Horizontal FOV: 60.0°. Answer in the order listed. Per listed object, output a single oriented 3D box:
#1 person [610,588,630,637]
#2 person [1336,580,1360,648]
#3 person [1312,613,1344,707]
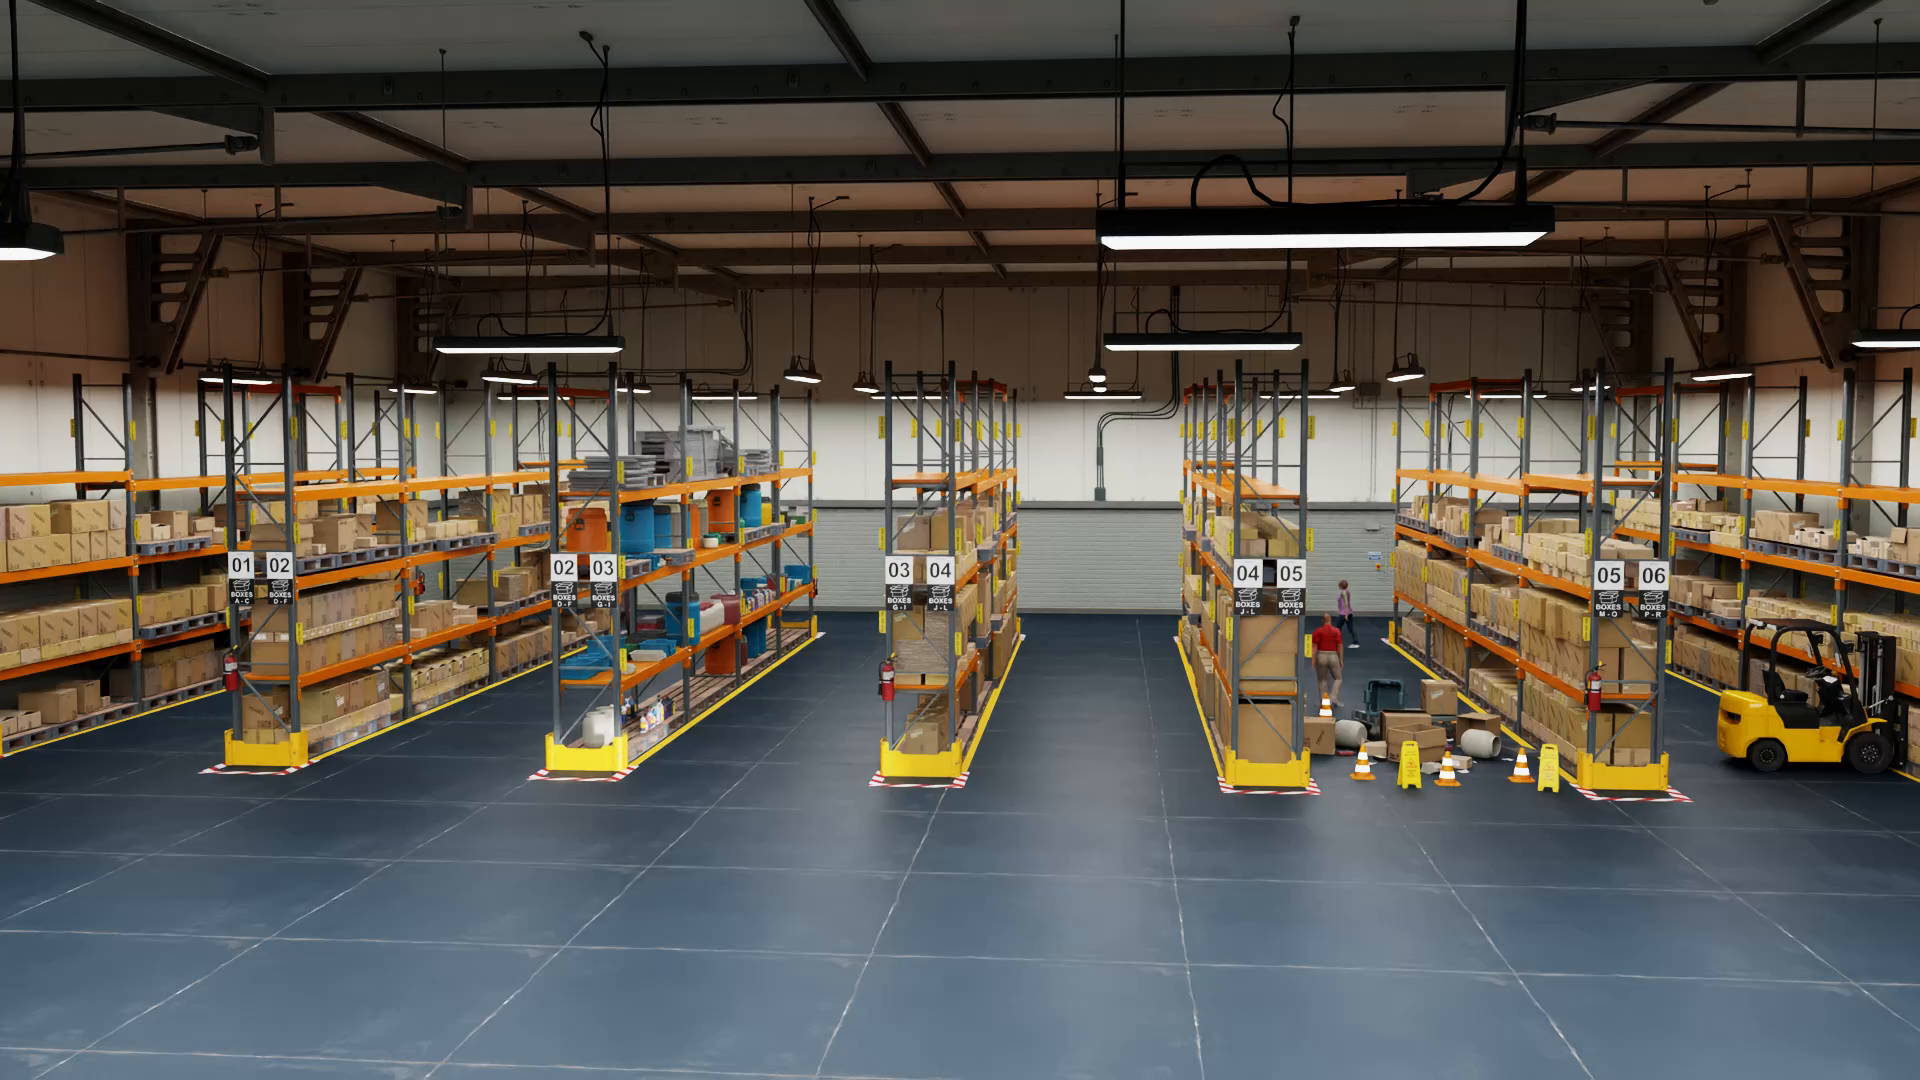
[{"bbox_3d":[-7.754,1.601,38.139,0.655,1.704,1.094,0,4,1],"label":"person"},{"bbox_3d":[8.804,1.696,38.182,0.804,1.543,0.465,2,4,31],"label":"person"},{"bbox_3d":[6.616,2.179,29.917,0.581,1.723,0.547,1,4,12],"label":"person"}]
